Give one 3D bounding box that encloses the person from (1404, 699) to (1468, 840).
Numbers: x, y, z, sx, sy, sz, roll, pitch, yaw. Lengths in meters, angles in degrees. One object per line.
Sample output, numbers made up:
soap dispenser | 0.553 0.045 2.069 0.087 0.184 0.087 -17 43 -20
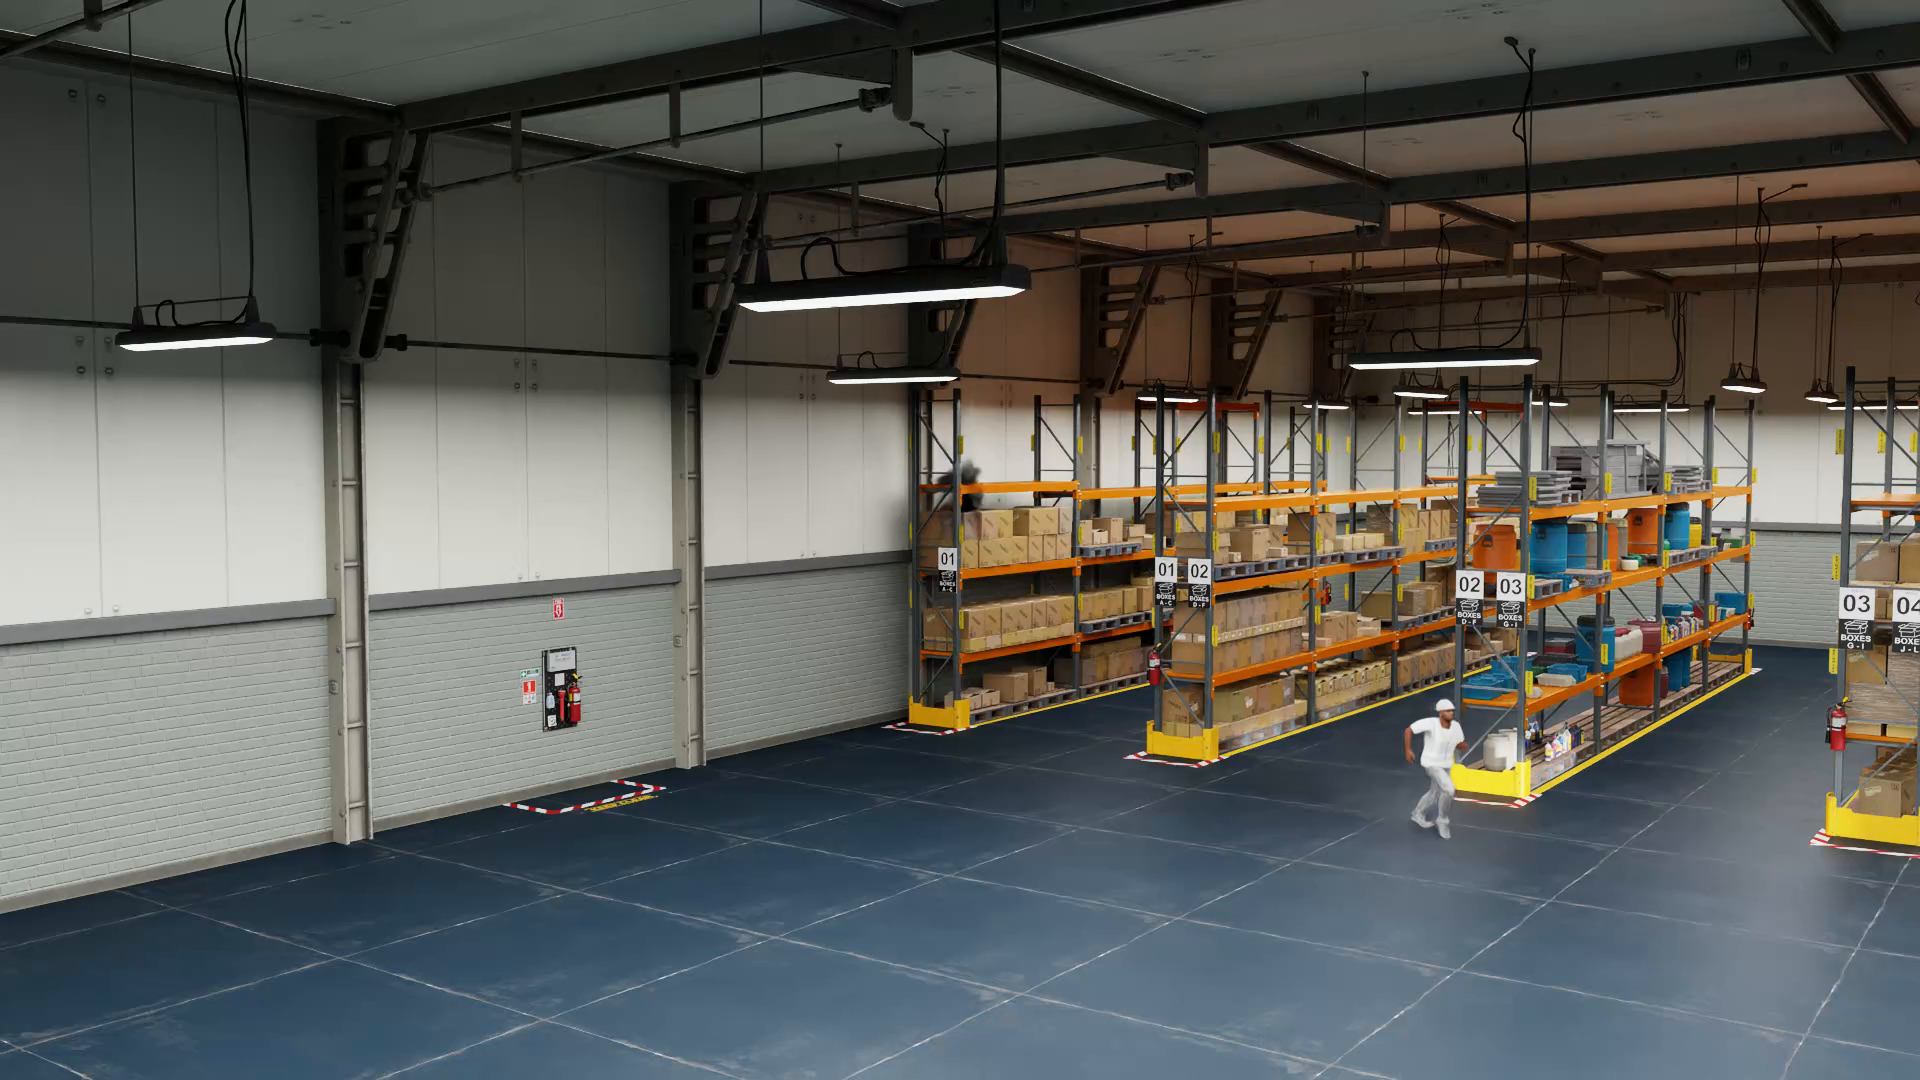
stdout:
person | 6.113 2.915 21.309 0.729 1.784 0.835 -2 4 -27
